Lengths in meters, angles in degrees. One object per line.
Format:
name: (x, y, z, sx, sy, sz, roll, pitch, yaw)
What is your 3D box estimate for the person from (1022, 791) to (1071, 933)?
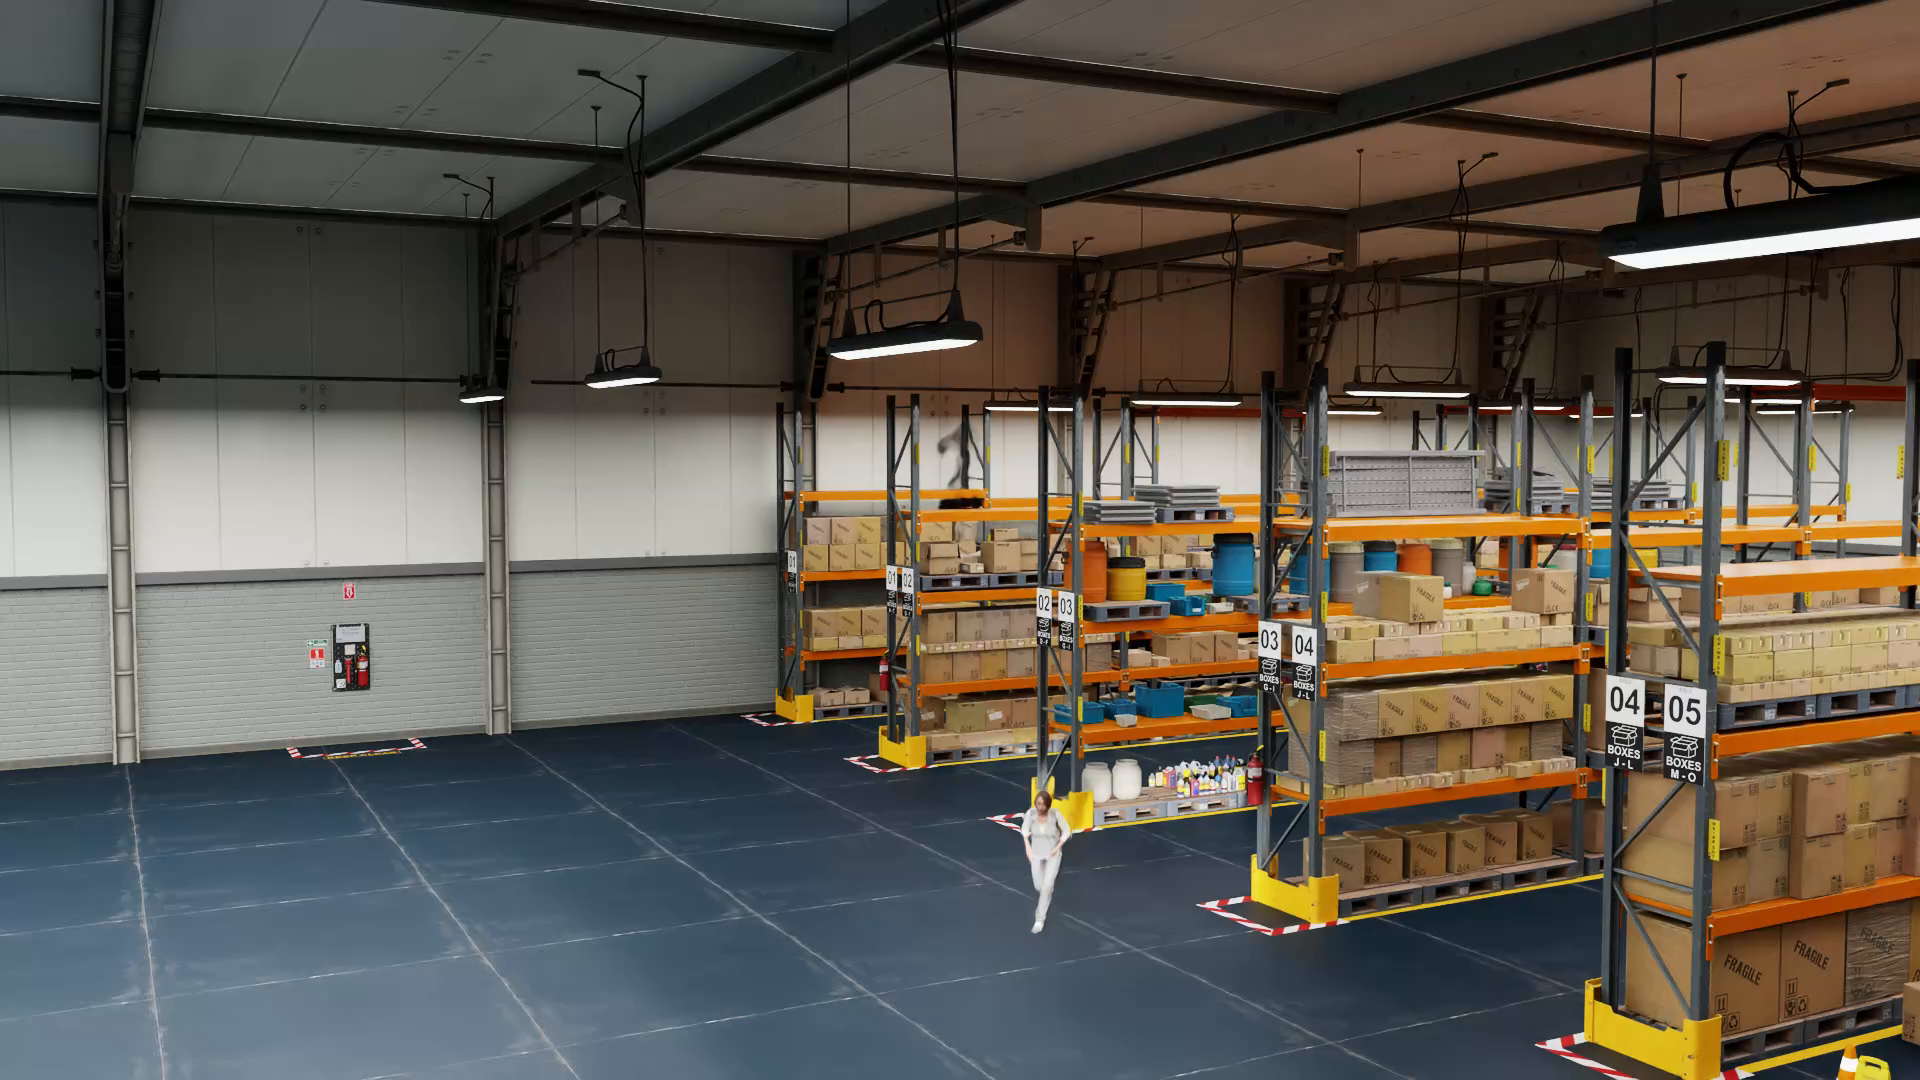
person: (0.930, 3.410, 17.887, 0.537, 1.543, 0.776, 0, 3, 9)
